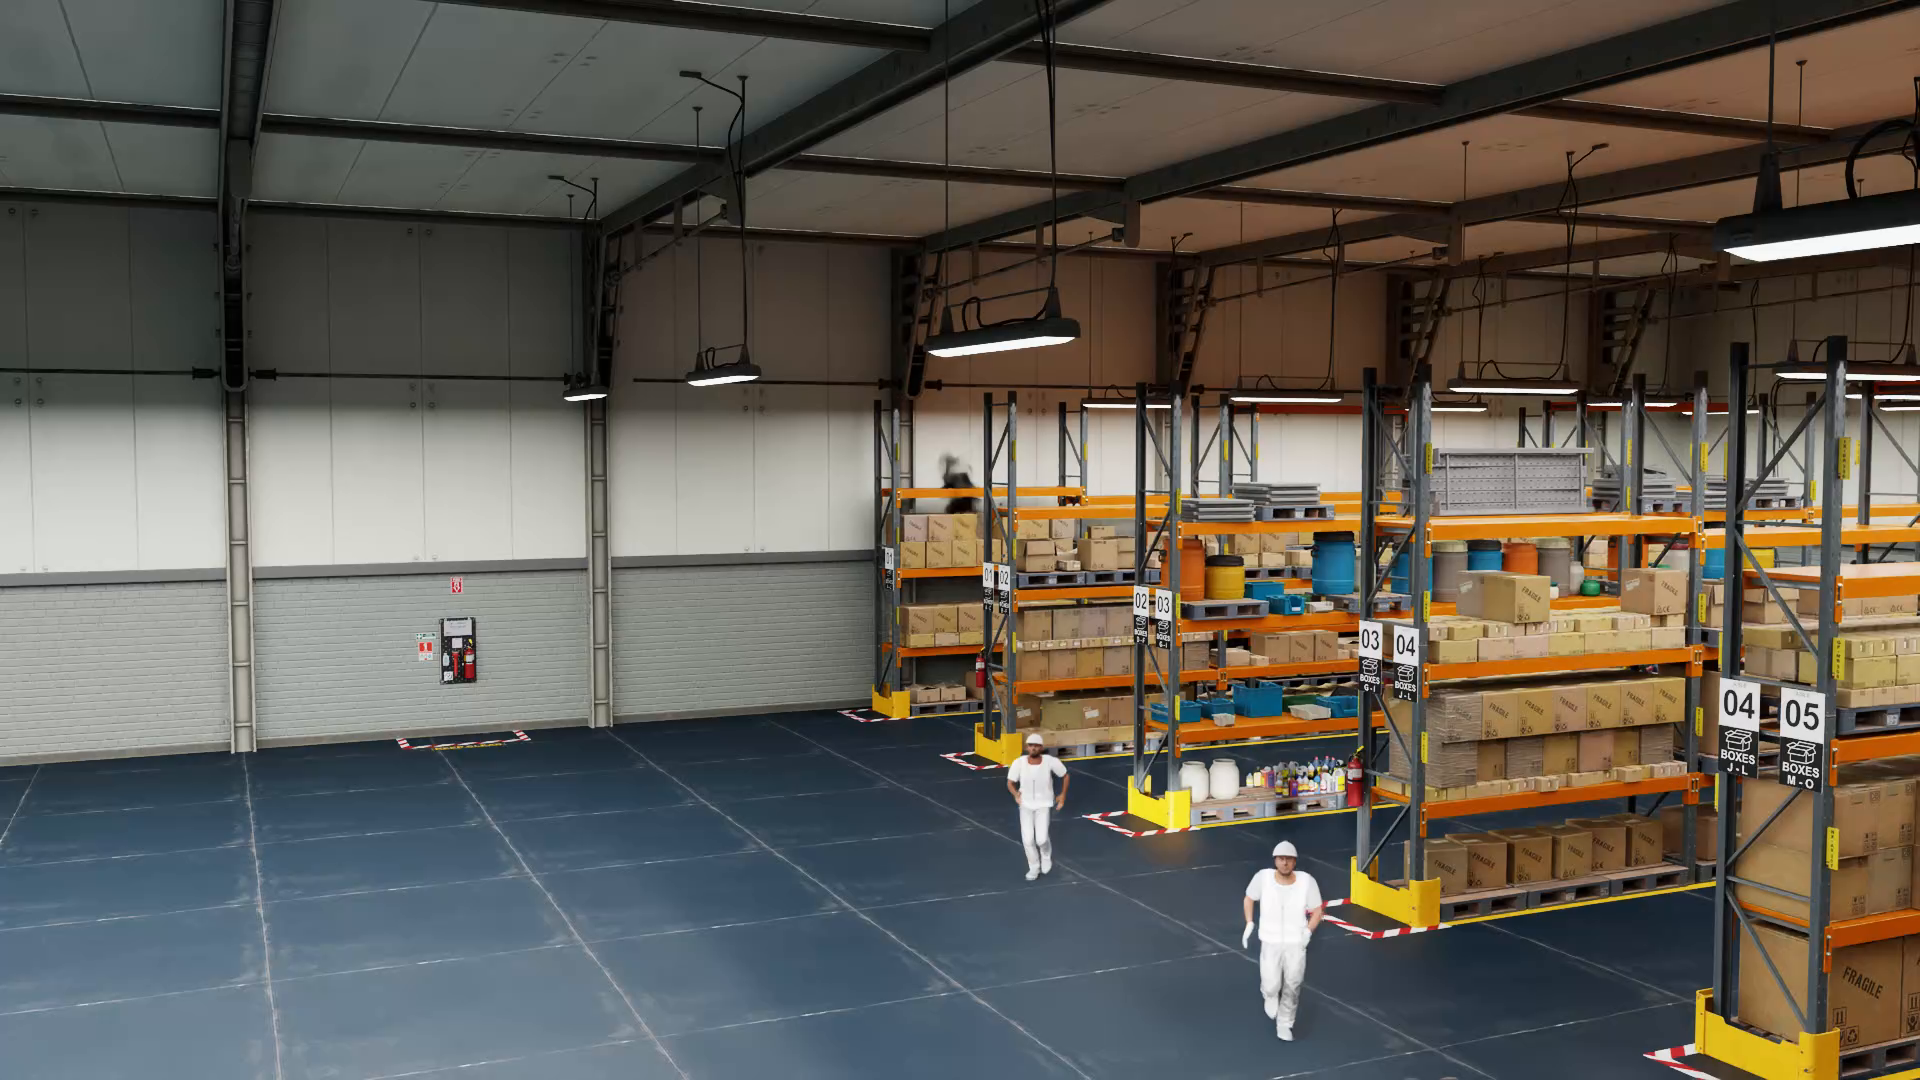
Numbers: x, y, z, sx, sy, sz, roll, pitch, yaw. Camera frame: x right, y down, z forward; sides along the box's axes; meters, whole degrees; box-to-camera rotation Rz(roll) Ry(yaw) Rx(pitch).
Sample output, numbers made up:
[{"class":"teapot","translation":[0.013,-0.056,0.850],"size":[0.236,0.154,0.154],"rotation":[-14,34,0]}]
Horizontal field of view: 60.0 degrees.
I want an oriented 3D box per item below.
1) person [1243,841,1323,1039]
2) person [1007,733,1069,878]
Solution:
[{"class":"person","translation":[2.795,3.462,14.401],"size":[0.681,1.730,0.635],"rotation":[1,3,11]},{"class":"person","translation":[0.902,3.150,19.656],"size":[0.728,1.730,0.584],"rotation":[1,3,11]}]
